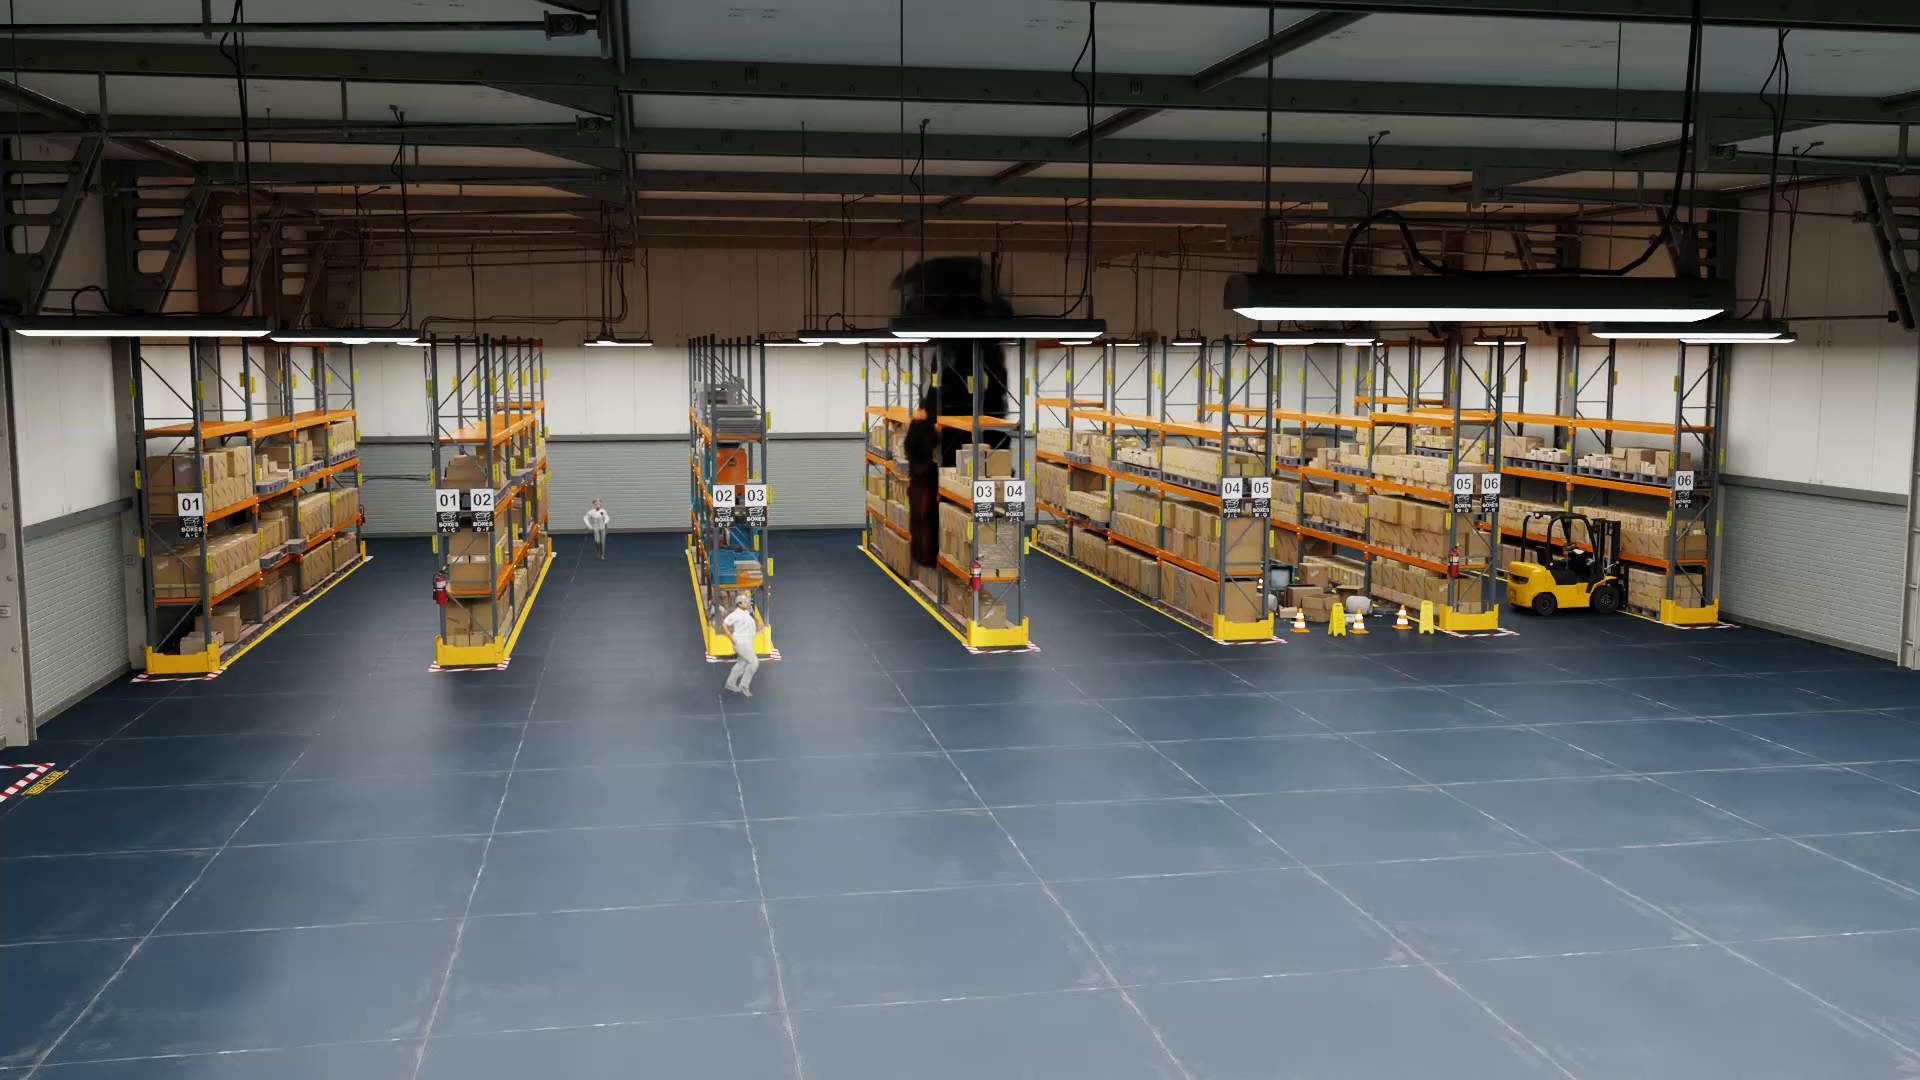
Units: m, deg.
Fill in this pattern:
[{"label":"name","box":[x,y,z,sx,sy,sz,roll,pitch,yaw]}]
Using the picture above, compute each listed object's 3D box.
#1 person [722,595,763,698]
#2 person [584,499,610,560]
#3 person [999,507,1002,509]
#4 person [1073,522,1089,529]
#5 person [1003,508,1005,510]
[{"label":"person","box":[-3.592,1.762,27.550,0.711,1.698,0.575,1,7,11]},{"label":"person","box":[-9.848,-0.284,45.223,0.659,1.652,0.686,-3,7,-23]},{"label":"person","box":[1.017,-0.718,48.906,0.829,1.684,0.821,3,7,24]},{"label":"person","box":[3.466,-0.824,49.678,0.780,1.725,0.713,5,8,39]},{"label":"person","box":[1.342,-0.332,45.838,0.601,1.625,0.660,0,7,2]}]
